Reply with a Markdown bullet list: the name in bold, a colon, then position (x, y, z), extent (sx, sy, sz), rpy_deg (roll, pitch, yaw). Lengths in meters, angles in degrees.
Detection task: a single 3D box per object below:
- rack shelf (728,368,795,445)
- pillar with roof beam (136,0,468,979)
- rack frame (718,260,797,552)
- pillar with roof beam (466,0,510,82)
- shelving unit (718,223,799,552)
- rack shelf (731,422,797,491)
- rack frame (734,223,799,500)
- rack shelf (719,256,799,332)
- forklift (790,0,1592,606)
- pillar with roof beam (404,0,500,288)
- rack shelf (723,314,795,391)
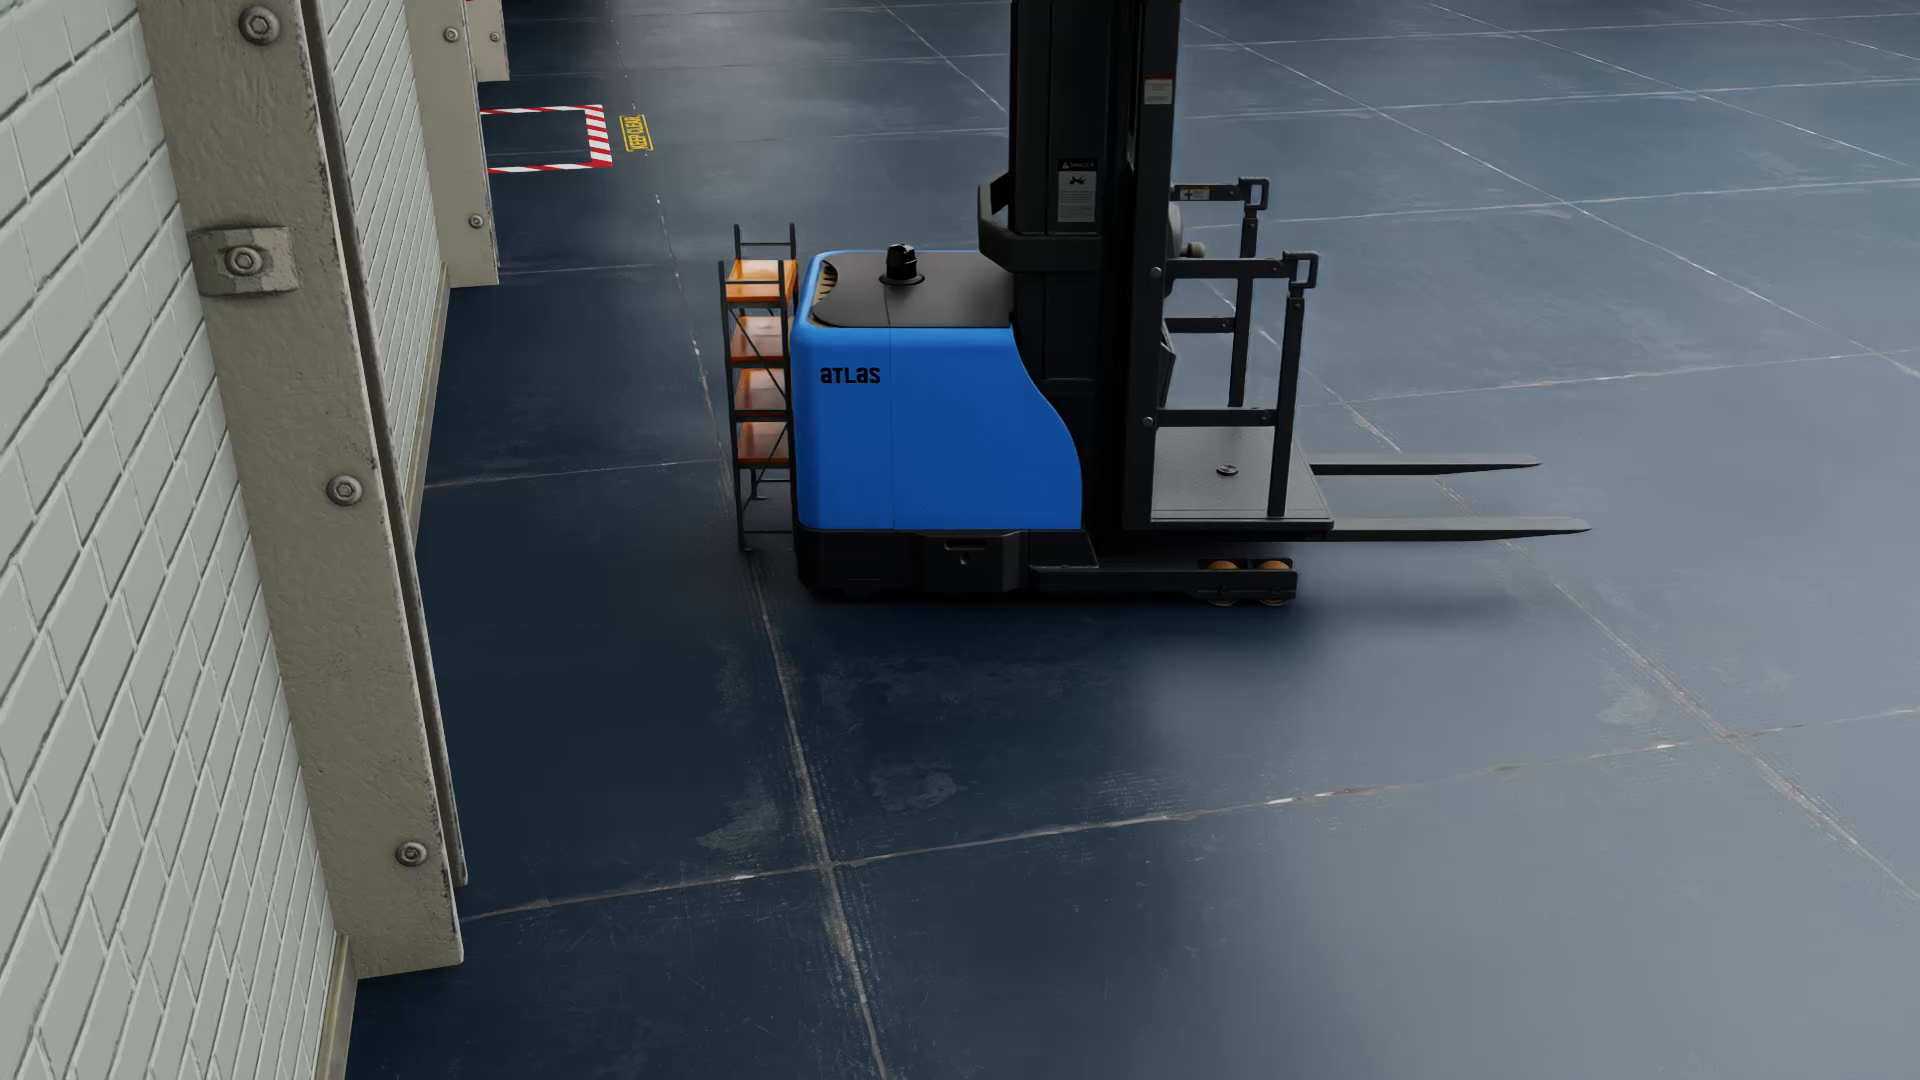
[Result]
- **rack shelf**: position (-0.768, -0.543, 6.641), extent (0.258, 0.148, 0.480), rpy_deg (0, 27, 0)
- **pillar with roof beam**: position (2.658, -3.383, 3.466), extent (9.100, 9.000, 0.400), rpy_deg (-6, 27, -12)
- **rack frame**: position (-0.767, -0.493, 6.393), extent (0.240, 1.200, 0.015), rpy_deg (0, 27, 0)
- **pillar with roof beam**: position (-0.047, -8.651, 13.903), extent (9.100, 9.000, 0.400), rpy_deg (-6, 27, -12)
- **shelving unit**: position (-0.768, -0.603, 6.610), extent (0.258, 1.200, 0.503), rpy_deg (0, 27, 0)
- **rack shelf**: position (-0.766, -0.365, 6.730), extent (0.258, 0.148, 0.480), rpy_deg (0, 27, 0)
- **rack frame**: position (-0.769, -0.713, 6.828), extent (0.240, 1.200, 0.015), rpy_deg (0, 27, 0)
- **rack shelf**: position (-0.770, -0.953, 6.433), extent (0.258, 0.148, 0.480), rpy_deg (0, 27, 0)
- **forklift**: position (0.897, -1.301, 6.074), extent (3.031, 2.935, 1.130), rpy_deg (0, 27, 0)
- **pillar with roof beam**: position (1.305, -6.017, 8.685), extent (9.100, 9.000, 0.400), rpy_deg (-6, 27, -12)
- **rack shelf**: position (-0.769, -0.742, 6.540), extent (0.258, 0.148, 0.480), rpy_deg (0, 27, 0)
